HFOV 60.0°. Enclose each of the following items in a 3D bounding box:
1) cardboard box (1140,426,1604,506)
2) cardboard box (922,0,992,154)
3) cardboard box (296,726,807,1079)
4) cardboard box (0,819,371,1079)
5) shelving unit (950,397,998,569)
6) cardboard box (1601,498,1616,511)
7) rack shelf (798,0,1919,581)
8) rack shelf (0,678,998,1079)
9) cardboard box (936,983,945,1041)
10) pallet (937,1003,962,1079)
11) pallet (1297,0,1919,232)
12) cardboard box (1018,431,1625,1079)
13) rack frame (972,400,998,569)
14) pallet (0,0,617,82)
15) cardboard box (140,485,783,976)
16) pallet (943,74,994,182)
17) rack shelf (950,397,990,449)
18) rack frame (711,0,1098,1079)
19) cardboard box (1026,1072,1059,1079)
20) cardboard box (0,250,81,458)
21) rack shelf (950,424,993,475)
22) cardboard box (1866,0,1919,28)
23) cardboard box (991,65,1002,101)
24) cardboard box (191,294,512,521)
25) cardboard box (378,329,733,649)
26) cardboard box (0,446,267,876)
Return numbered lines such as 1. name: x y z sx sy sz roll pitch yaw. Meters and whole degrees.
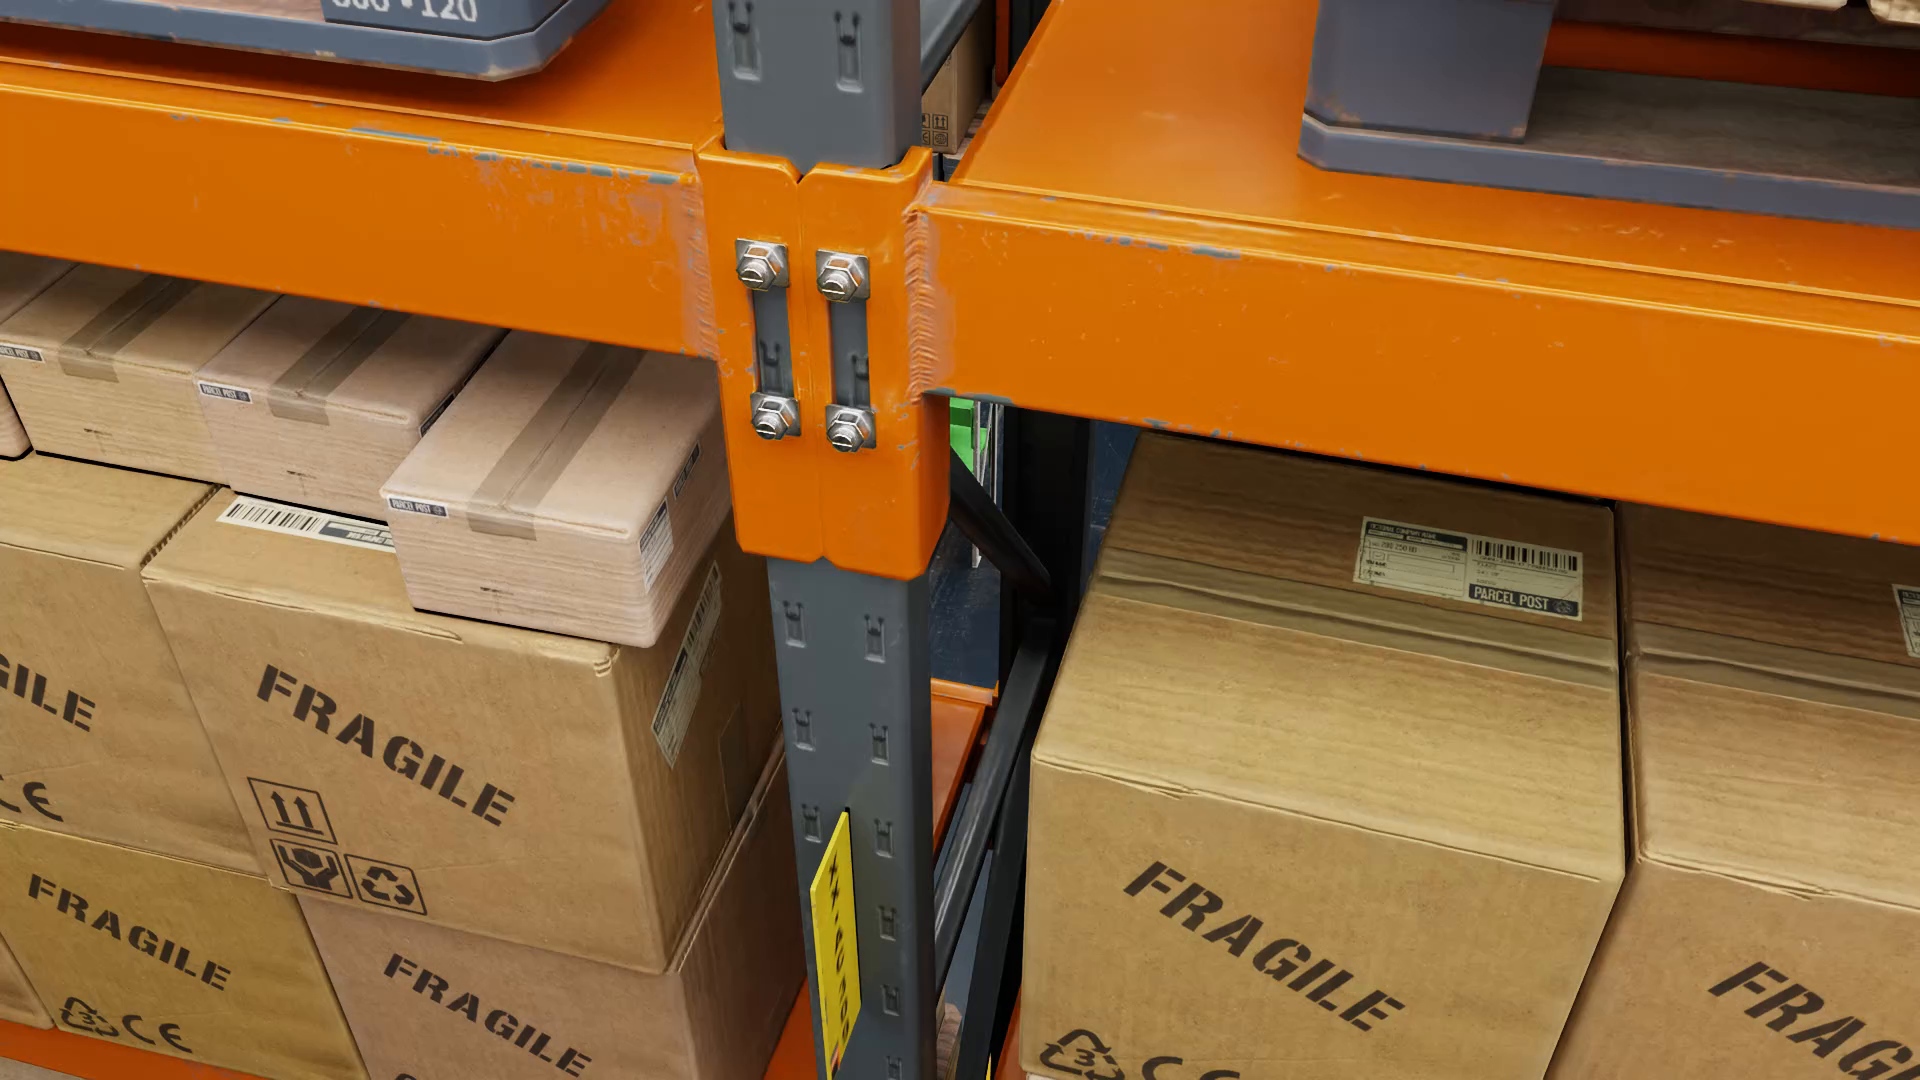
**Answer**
1. cardboard box: 0.514 -0.068 2.143 0.500 0.500 0.500 11 41 13
2. cardboard box: -0.182 -2.018 6.938 0.500 0.500 0.700 8 41 10
3. cardboard box: -0.496 0.478 2.270 0.500 0.500 0.500 10 41 12
4. cardboard box: -0.995 0.396 2.368 0.500 0.500 0.500 9 41 10
5. shelving unit: -0.160 -0.487 4.897 0.503 1.200 0.258 10 41 11
6. cardboard box: 1.016 0.014 2.046 0.500 0.500 0.500 11 41 12
7. rack shelf: 1.950 -0.106 1.270 4.000 0.370 1.077 10 41 11
8. rack shelf: -1.914 0.378 3.027 4.000 0.370 1.077 10 41 11
9. cardboard box: -0.561 1.084 3.292 0.875 0.438 0.875 9 41 11
10. pallet: -0.696 1.328 3.505 1.213 0.211 1.003 10 41 11
11. pallet: 0.916 -0.519 1.351 1.217 0.209 0.805 8 41 10
12. cardboard box: 0.369 0.266 1.746 0.500 0.500 0.500 10 41 12
13. rack frame: 0.076 -0.446 4.849 0.015 1.200 0.240 10 41 11
14. pallet: -0.770 -0.822 1.633 1.213 0.211 1.003 10 41 11
15. cardboard box: -0.509 0.107 1.935 0.500 0.500 0.500 9 41 11
16. pallet: 0.634 -1.696 7.106 1.213 0.211 1.003 10 41 11
17. rack shelf: -0.160 -0.438 4.938 0.480 0.148 0.258 10 41 11
18. rack frame: 0.019 0.433 2.402 0.053 2.616 0.949 10 41 11
19. cardboard box: 0.370 0.549 1.991 0.500 0.250 0.500 9 41 10
20. cardboard box: -1.076 -0.278 1.889 0.250 0.149 0.380 9 41 11
21. rack shelf: -0.160 -0.254 5.092 0.480 0.148 0.258 10 41 11
22. cardboard box: 0.794 -0.586 0.879 0.500 0.500 0.500 9 41 11
23. cardboard box: 0.301 -2.047 7.245 0.250 0.149 0.380 9 41 11
24. cardboard box: -0.589 -0.199 1.795 0.250 0.149 0.380 11 41 12
25. cardboard box: 4.248 -0.270 3.668 8.416 2.449 5.789 9 41 11
26. cardboard box: -0.997 0.018 2.041 0.500 0.500 0.500 9 41 11
